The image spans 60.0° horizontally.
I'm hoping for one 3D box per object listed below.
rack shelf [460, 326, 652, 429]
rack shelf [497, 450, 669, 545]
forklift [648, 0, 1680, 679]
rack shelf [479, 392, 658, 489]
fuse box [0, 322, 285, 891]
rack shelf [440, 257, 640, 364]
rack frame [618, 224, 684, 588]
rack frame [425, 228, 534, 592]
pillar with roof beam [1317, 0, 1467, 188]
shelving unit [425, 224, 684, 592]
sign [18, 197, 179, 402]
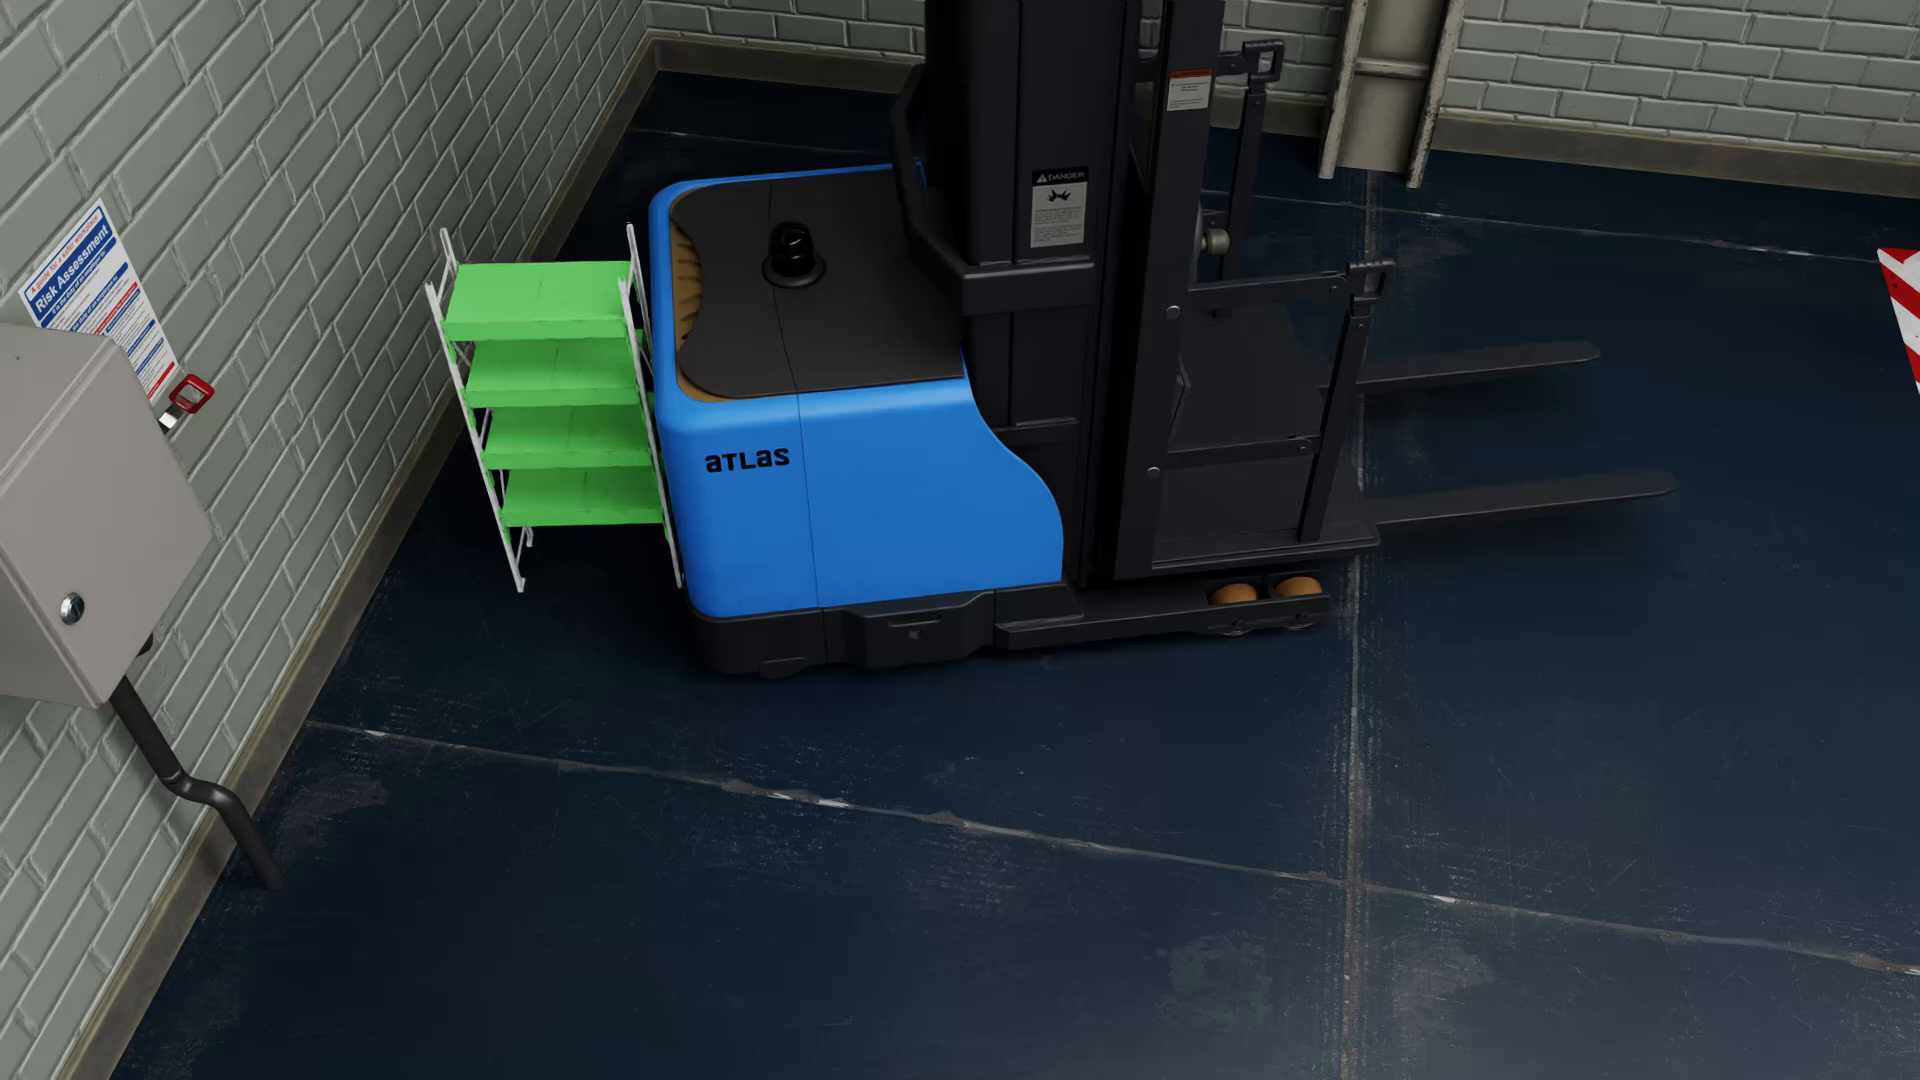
[{"bbox_3d":[-1.110,-0.454,4.614,0.480,0.148,0.258,-2,48,-1],"label":"rack shelf"},{"bbox_3d":[-1.110,-0.133,4.971,0.480,0.148,0.258,-2,48,-1],"label":"rack shelf"},{"bbox_3d":[0.663,-1.079,4.249,3.031,2.935,1.130,-6,48,-5],"label":"forklift"},{"bbox_3d":[-1.110,-0.293,4.793,0.480,0.148,0.258,-2,48,-1],"label":"rack shelf"},{"bbox_3d":[-1.796,0.321,3.811,0.414,1.711,0.539,8,49,7],"label":"fuse box"},{"bbox_3d":[-1.110,-0.614,4.436,0.480,0.148,0.258,-2,48,-1],"label":"rack shelf"},{"bbox_3d":[-0.866,-0.343,4.751,0.015,1.200,0.240,-2,48,-1],"label":"rack frame"},{"bbox_3d":[-1.353,-0.330,4.739,0.015,1.200,0.240,-2,48,-1],"label":"rack frame"},{"bbox_3d":[0.860,-1.366,0.428,0.400,9.000,9.100,8,49,7],"label":"pillar with roof beam"},{"bbox_3d":[-1.110,-0.336,4.745,0.503,1.200,0.258,-2,48,-1],"label":"shelving unit"},{"bbox_3d":[-1.912,-0.466,3.716,0.001,0.494,0.329,8,49,7],"label":"sign"}]
